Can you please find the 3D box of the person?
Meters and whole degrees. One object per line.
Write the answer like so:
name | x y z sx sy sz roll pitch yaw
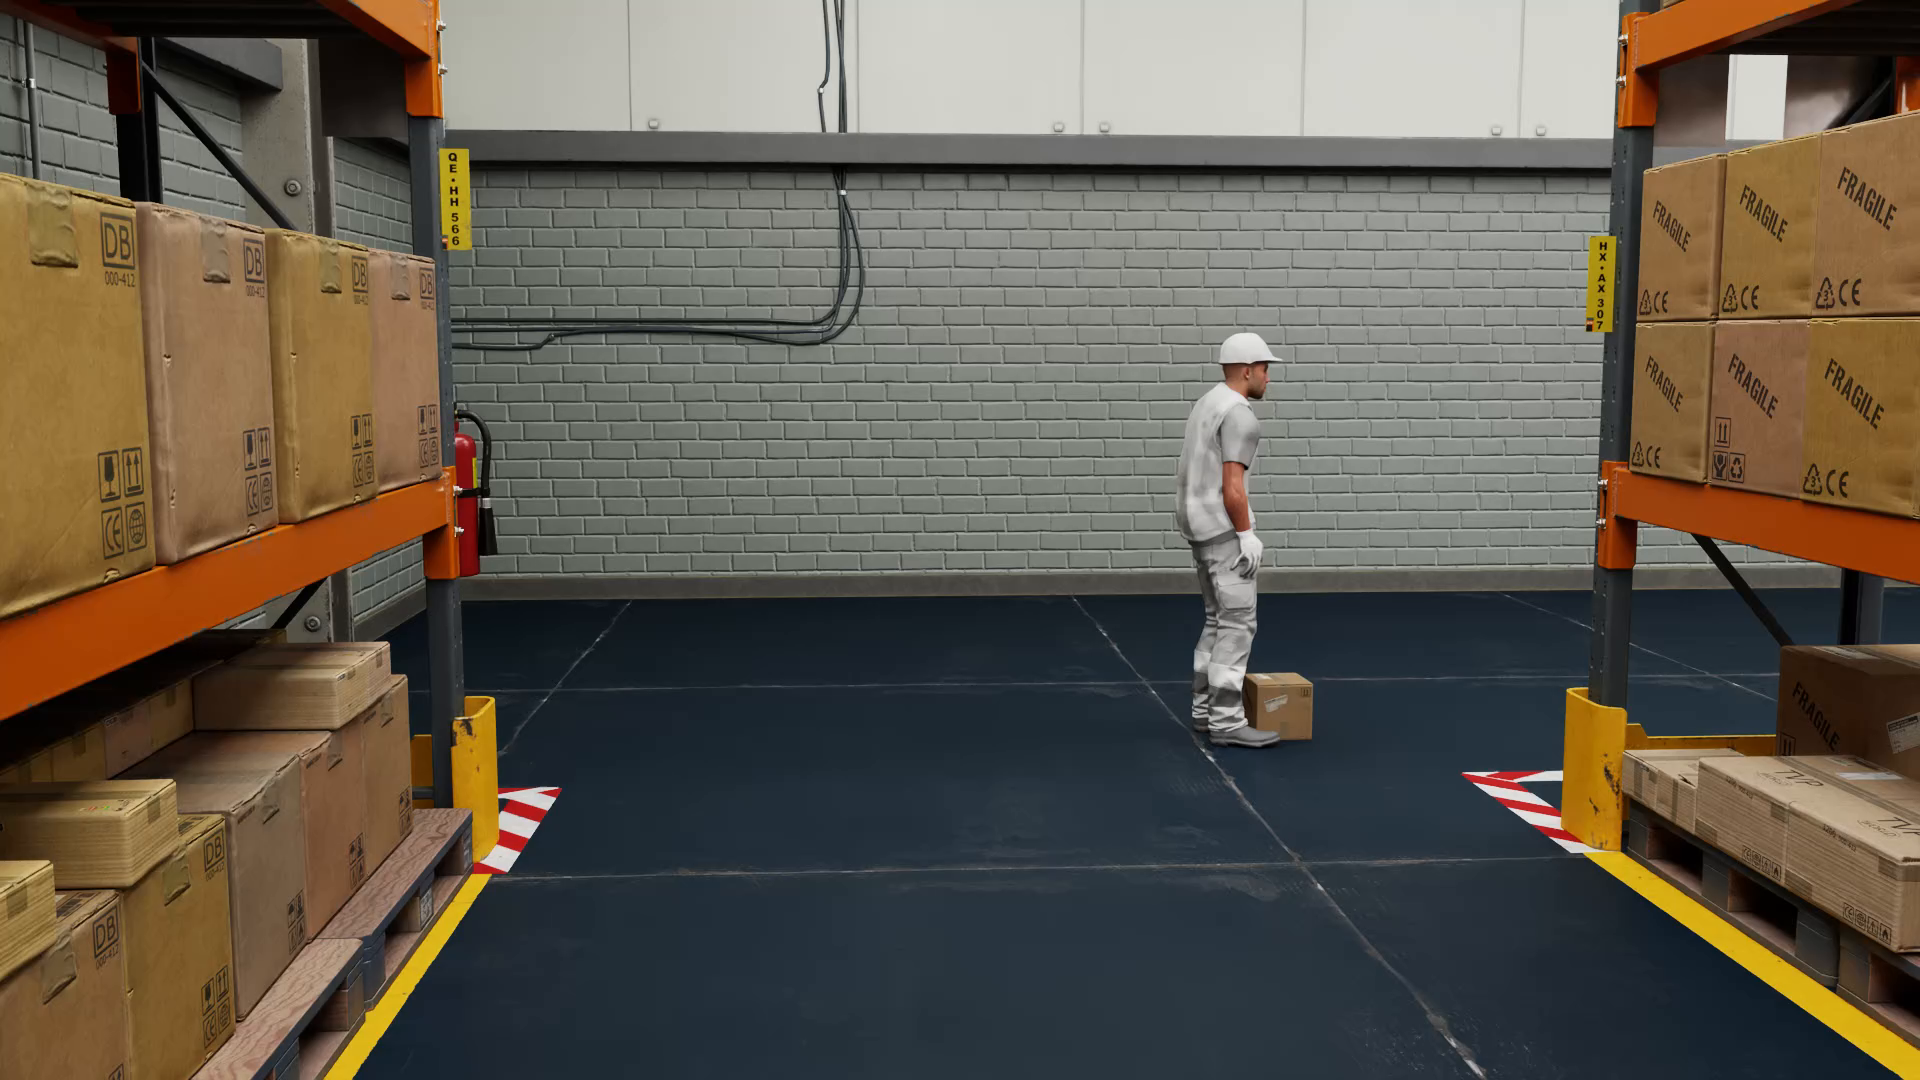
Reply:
person | 1.185 -0.014 7.298 0.453 1.777 0.609 -1 7 -7
